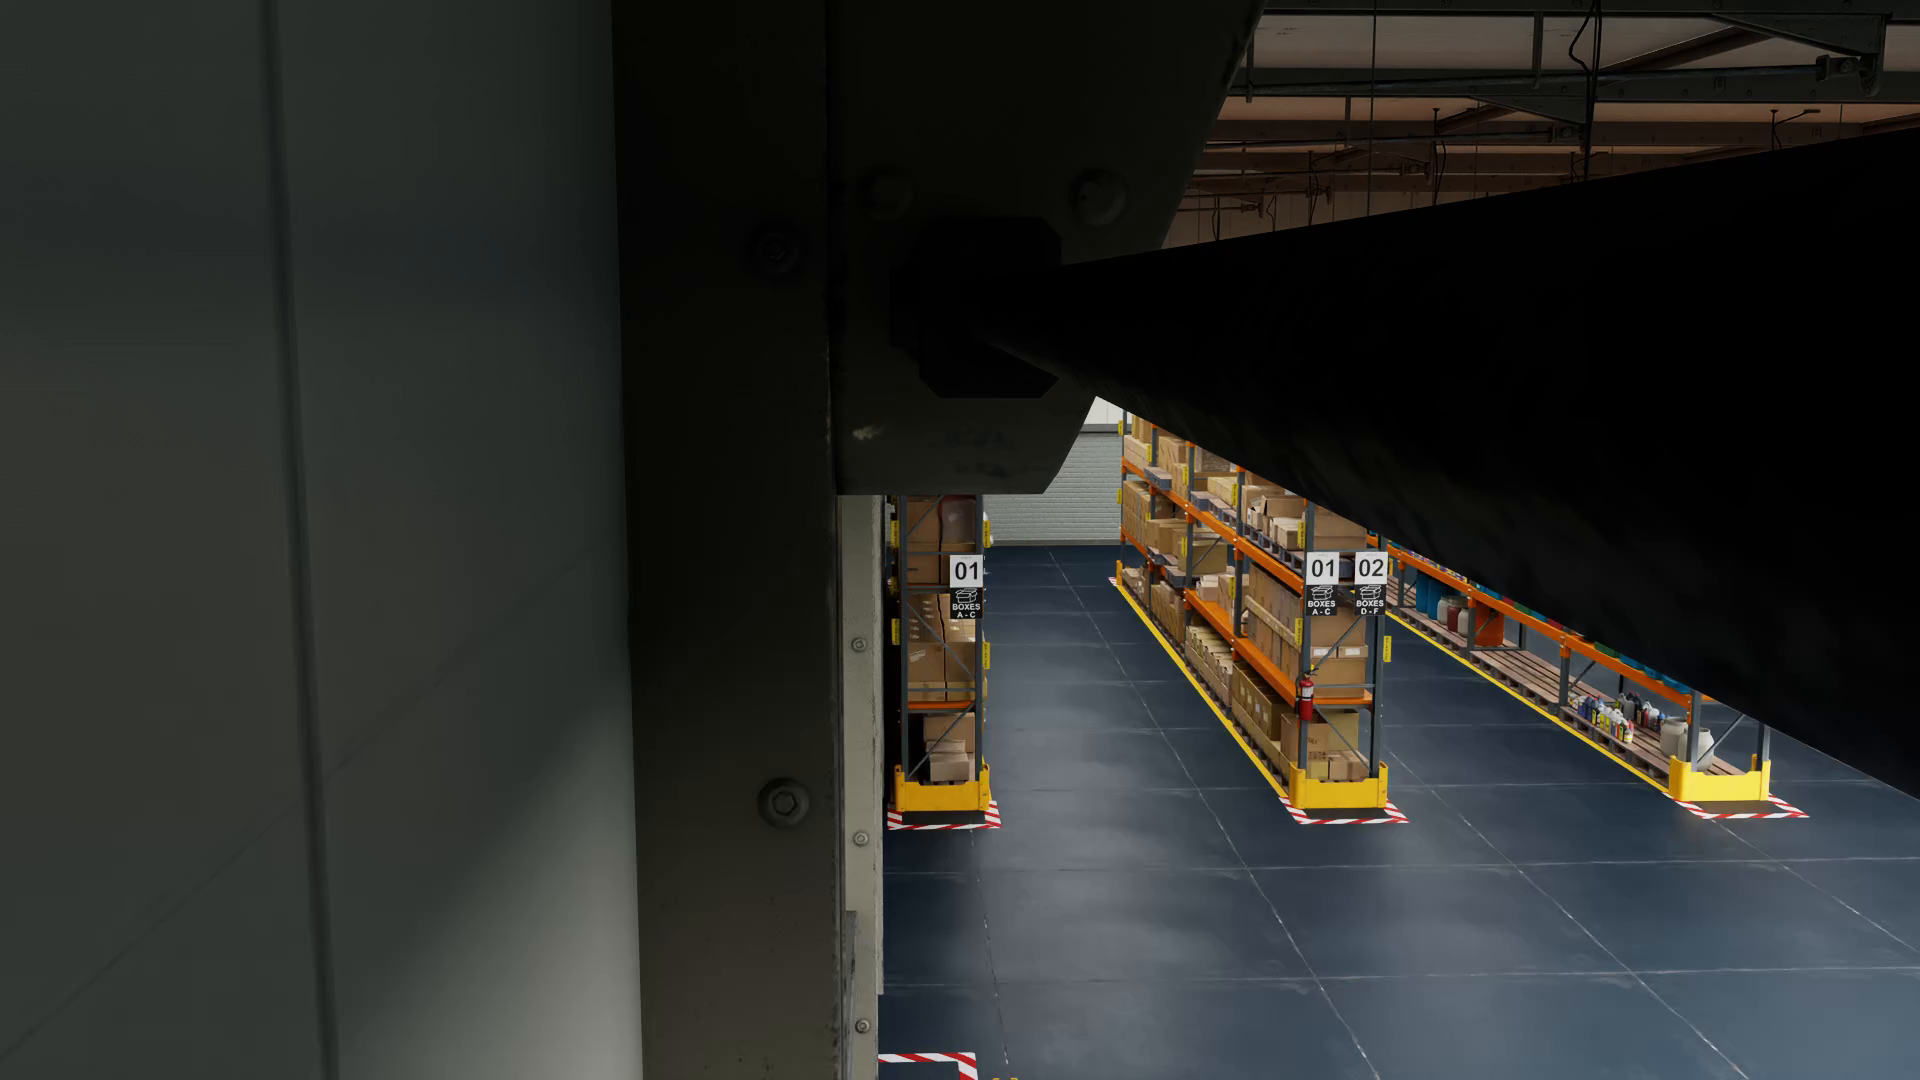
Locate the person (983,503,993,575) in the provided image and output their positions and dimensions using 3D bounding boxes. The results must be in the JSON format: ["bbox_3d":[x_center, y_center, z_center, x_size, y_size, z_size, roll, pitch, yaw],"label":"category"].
[{"bbox_3d":[0.428,-0.024,37.253,0.699,1.755,0.834,-5,10,-30],"label":"person"}]
